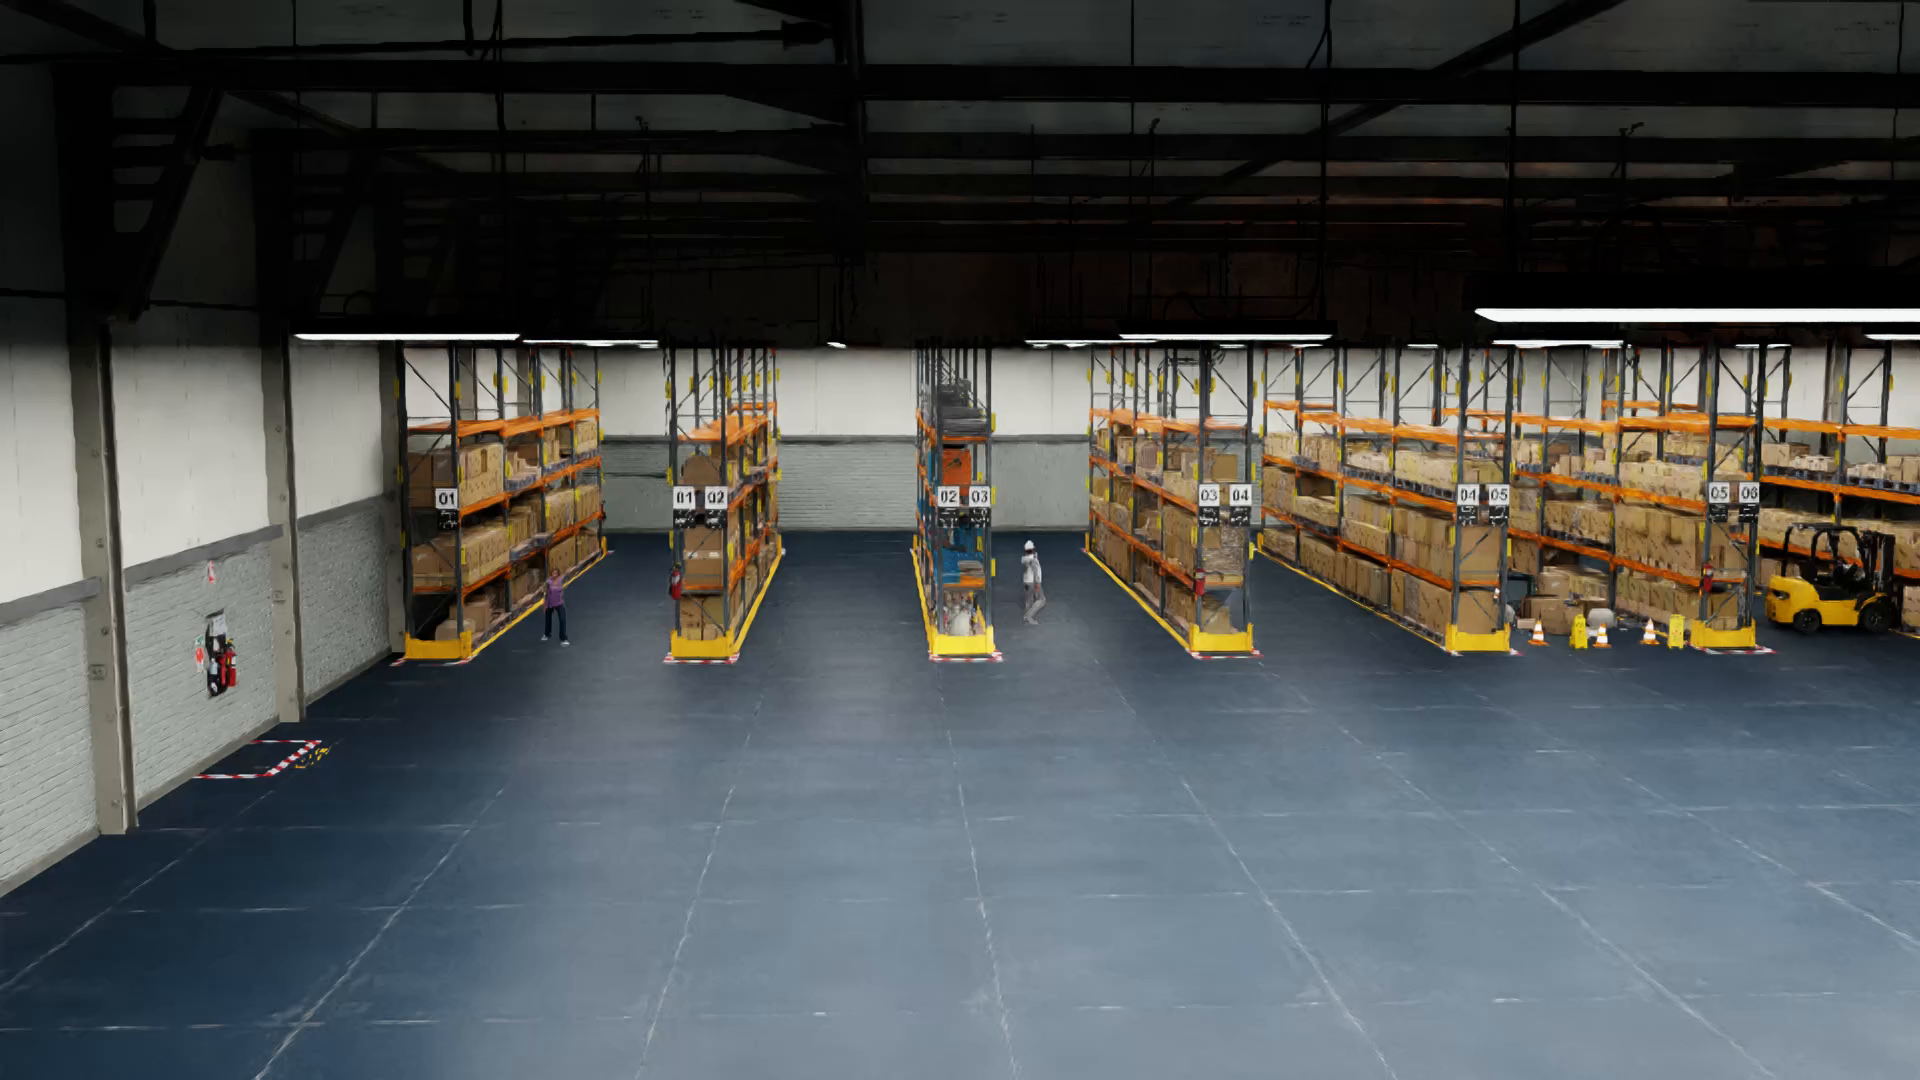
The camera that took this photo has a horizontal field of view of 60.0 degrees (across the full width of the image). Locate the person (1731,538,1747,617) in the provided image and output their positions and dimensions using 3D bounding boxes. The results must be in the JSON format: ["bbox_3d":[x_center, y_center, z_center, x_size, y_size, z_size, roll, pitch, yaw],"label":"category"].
[{"bbox_3d":[16.756,0.805,35.917,0.458,1.677,0.524,3,7,26],"label":"person"}]

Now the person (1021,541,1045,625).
[{"bbox_3d":[1.488,0.901,34.732,0.446,1.770,0.569,-4,7,-29],"label":"person"}]

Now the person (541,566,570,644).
[{"bbox_3d":[-7.945,1.263,32.556,0.453,1.538,0.880,-3,7,-26],"label":"person"}]
